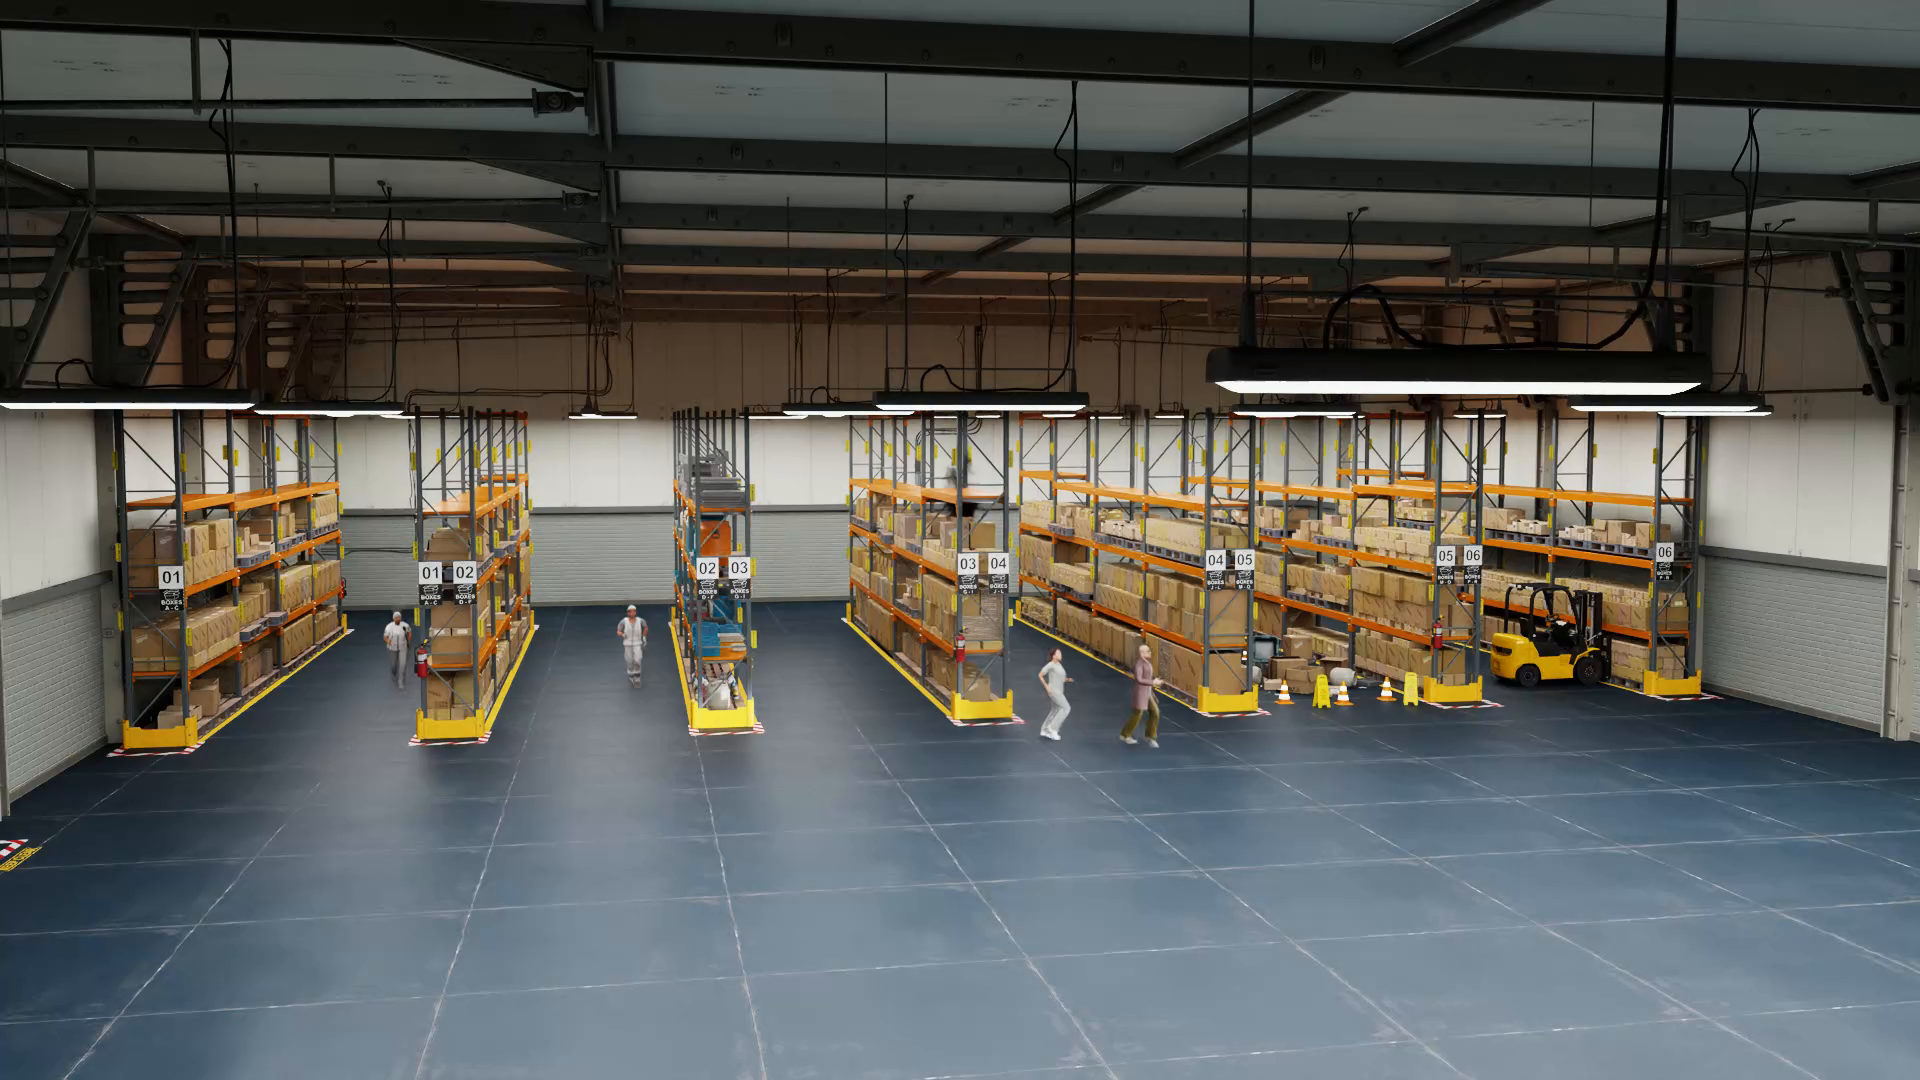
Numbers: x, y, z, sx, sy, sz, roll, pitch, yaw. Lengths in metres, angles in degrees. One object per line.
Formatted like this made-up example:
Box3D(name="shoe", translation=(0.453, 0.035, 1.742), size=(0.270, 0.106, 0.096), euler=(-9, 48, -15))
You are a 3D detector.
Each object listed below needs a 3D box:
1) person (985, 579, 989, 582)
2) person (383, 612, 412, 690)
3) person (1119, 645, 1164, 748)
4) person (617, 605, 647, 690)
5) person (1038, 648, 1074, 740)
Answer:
Box3D(name="person", translation=(0.876, 1.744, 43.846), size=(0.599, 1.734, 0.703), euler=(0, 4, -7))
Box3D(name="person", translation=(-12.108, 2.354, 35.829), size=(0.592, 1.655, 0.886), euler=(-2, 4, -20))
Box3D(name="person", translation=(3.212, 2.773, 29.275), size=(0.836, 1.869, 0.735), euler=(2, 5, 28))
Box3D(name="person", translation=(-7.040, 2.305, 35.697), size=(0.635, 1.825, 0.746), euler=(-1, 4, -9))
Box3D(name="person", translation=(1.740, 2.760, 29.903), size=(0.672, 1.660, 0.541), euler=(2, 4, 24))
